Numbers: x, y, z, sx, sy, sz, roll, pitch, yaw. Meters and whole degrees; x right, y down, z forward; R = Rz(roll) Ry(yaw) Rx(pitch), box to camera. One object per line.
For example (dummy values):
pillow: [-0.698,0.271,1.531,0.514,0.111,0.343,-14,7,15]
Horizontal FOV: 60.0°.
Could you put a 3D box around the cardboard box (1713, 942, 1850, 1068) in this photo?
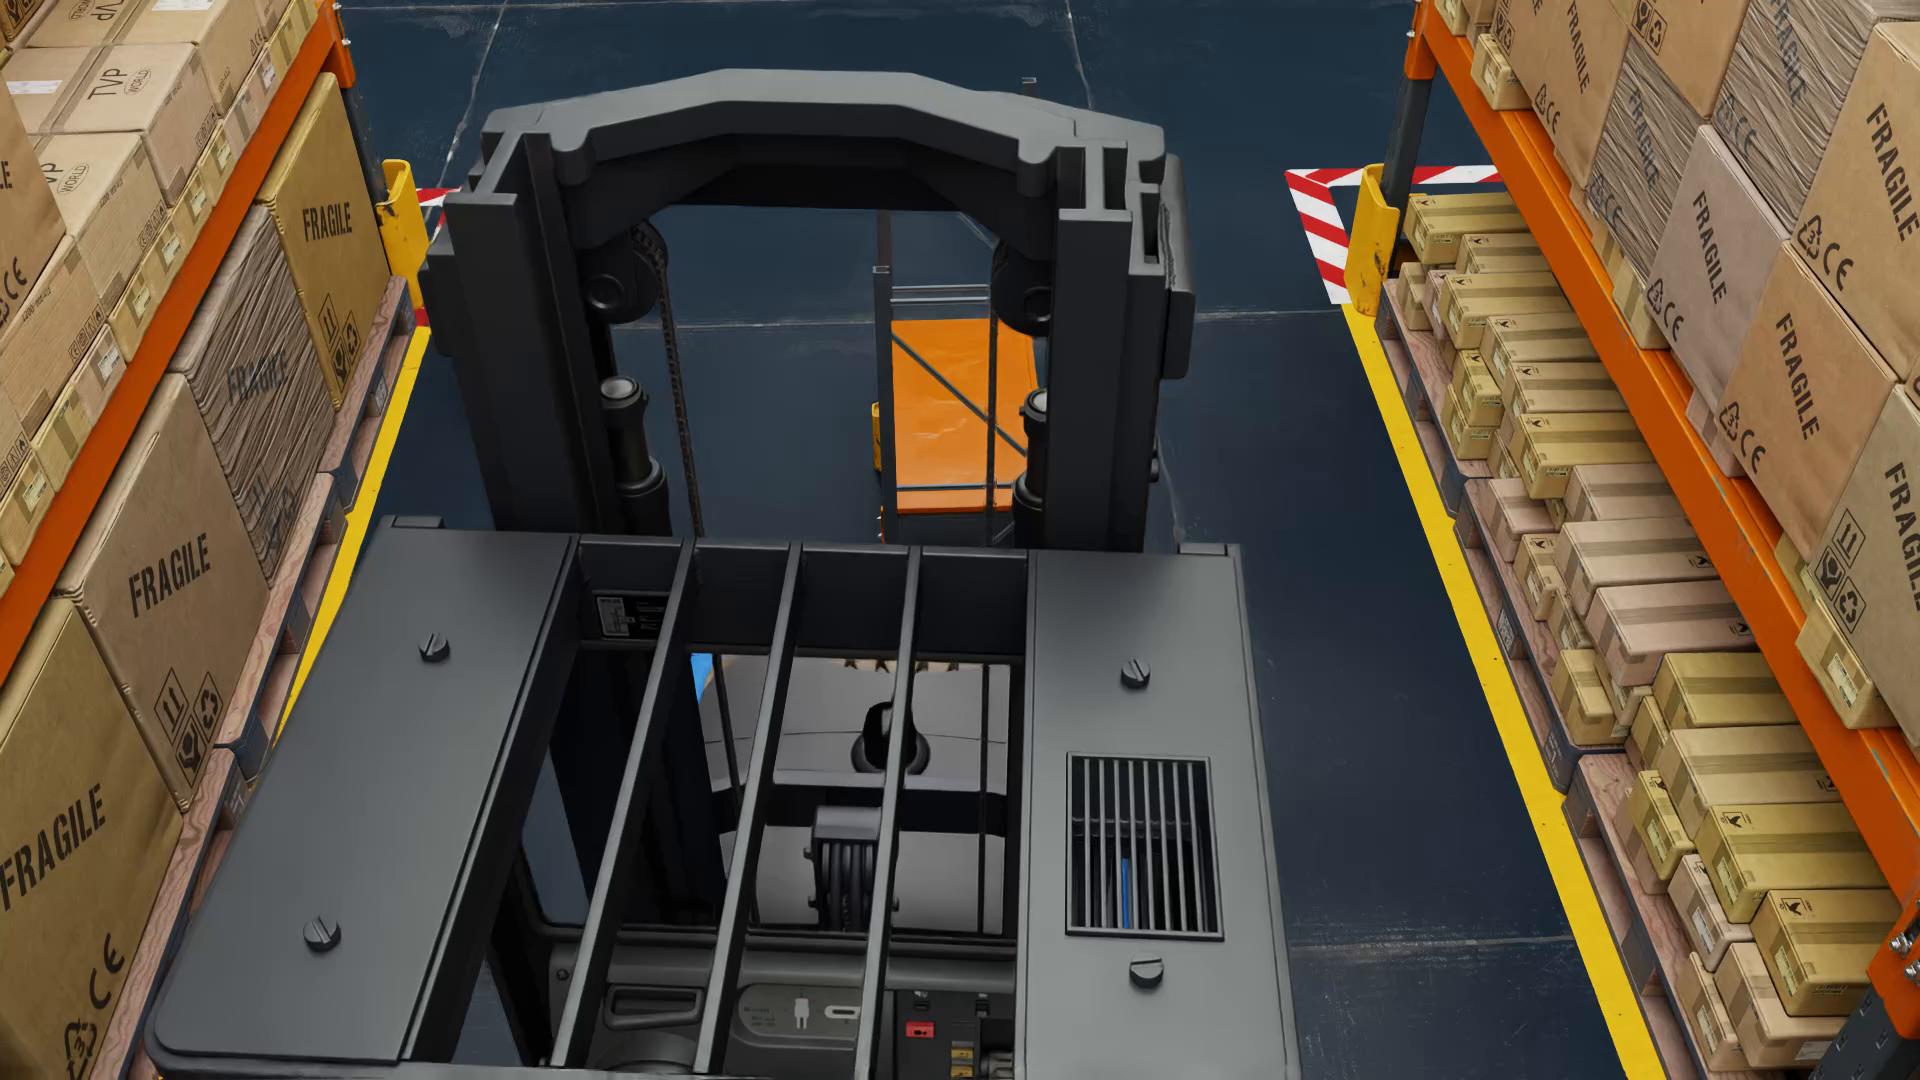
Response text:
cardboard box: [2.025,1.091,3.918,0.380,0.149,0.250,-1,43,-1]

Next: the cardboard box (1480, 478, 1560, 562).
cardboard box: [1.930,-0.075,5.411,0.380,0.149,0.250,-4,43,-4]

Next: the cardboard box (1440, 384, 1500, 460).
cardboard box: [1.901,-0.415,5.782,0.380,0.149,0.250,-1,43,-1]

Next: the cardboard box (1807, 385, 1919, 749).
cardboard box: [2.054,0.044,3.188,0.500,0.500,0.500,-2,43,-2]

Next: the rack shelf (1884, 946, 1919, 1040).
rack shelf: [2.441,2.124,1.745,1.077,0.370,4.000,-2,43,-2]

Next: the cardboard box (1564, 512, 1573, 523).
cardboard box: [2.069,0.022,5.085,0.380,0.149,0.250,0,43,0]

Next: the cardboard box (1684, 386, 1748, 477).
cardboard box: [2.011,-0.295,4.038,0.380,0.149,0.250,-3,43,-4]

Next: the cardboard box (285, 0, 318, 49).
cardboard box: [-2.429,-1.794,5.673,0.380,0.149,0.250,-1,43,-1]

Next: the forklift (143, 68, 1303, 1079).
forklift: [-0.206,0.949,2.545,1.130,2.935,3.031,2,43,2]

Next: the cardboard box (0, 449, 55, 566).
cardboard box: [-2.320,-0.067,3.789,0.380,0.149,0.250,-3,43,-3]

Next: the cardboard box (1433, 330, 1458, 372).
cardboard box: [1.982,-0.759,6.157,0.380,0.149,0.250,-2,43,-2]

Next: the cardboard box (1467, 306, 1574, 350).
cardboard box: [2.006,-0.695,5.867,0.380,0.149,0.250,-1,43,-1]

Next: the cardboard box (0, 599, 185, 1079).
cardboard box: [-2.552,0.763,3.959,0.875,0.875,0.875,-2,43,-2]

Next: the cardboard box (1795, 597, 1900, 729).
cardboard box: [1.991,0.244,3.450,0.380,0.149,0.250,-3,43,-3]

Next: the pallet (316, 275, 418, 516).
pallet: [-2.661,-0.552,6.196,1.003,0.211,1.213,-2,43,-2]

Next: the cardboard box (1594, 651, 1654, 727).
cardboard box: [2.029,0.385,4.689,0.380,0.149,0.250,-1,43,-1]

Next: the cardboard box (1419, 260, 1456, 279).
cardboard box: [1.952,-1.044,6.248,0.380,0.149,0.250,0,43,0]

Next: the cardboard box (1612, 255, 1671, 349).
cardboard box: [1.972,-0.638,4.412,0.380,0.149,0.250,-1,43,-1]

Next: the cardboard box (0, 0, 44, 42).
cardboard box: [-3.001,-1.779,4.807,0.500,0.500,0.500,-3,43,-3]

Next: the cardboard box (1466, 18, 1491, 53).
cardboard box: [1.925,-1.700,5.571,0.380,0.149,0.250,0,43,0]

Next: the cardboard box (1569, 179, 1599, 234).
cardboard box: [2.000,-0.995,4.802,0.380,0.149,0.250,-2,43,-3]

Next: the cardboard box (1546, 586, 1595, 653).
cardboard box: [2.011,0.273,5.031,0.380,0.149,0.250,-1,43,-1]

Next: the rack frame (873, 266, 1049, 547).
rack frame: [0.025,-0.152,4.806,0.500,1.500,0.032,-2,43,-2]

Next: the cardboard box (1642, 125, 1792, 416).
cardboard box: [2.013,-0.643,3.937,0.500,0.500,0.500,-2,43,-2]

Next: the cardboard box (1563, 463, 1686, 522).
cardboard box: [2.051,-0.097,4.994,0.380,0.149,0.250,-2,43,-2]

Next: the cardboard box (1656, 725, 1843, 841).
cardboard box: [2.013,0.613,4.220,0.380,0.149,0.250,-2,43,-2]

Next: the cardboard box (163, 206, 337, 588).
cardboard box: [-2.628,-0.445,5.277,0.875,0.875,0.875,-2,43,-2]

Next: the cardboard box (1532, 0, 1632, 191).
cardboard box: [1.986,-1.336,4.693,0.500,0.500,0.500,-1,43,-1]

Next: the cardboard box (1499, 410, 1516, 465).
cardboard box: [2.015,-0.342,5.483,0.380,0.149,0.250,-4,43,-4]

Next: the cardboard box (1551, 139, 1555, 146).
cardboard box: [2.031,-1.346,5.185,0.380,0.149,0.250,0,43,0]

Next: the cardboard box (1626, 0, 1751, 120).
cardboard box: [1.993,-1.360,3.980,0.500,0.500,0.500,-3,43,-3]

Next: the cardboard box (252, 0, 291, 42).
cardboard box: [-2.488,-1.853,5.442,0.500,0.250,0.500,-2,43,-2]

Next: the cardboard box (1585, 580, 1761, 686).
cardboard box: [1.976,0.256,4.610,0.380,0.149,0.250,-4,43,-4]

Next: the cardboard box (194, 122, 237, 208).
cardboard box: [-2.384,-1.105,4.921,0.380,0.149,0.250,-3,43,-3]

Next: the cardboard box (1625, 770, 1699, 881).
cardboard box: [1.972,0.729,4.314,0.380,0.149,0.250,-3,43,-3]

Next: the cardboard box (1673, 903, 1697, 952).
cardboard box: [2.072,0.972,4.269,0.380,0.149,0.250,-1,43,-1]

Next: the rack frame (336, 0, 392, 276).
rack frame: [-2.773,-2.118,5.841,1.000,3.000,0.127,-2,43,-2]

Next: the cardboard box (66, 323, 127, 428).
cardboard box: [-2.339,-0.409,4.162,0.380,0.149,0.250,-1,43,-1]

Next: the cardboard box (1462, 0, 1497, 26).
cardboard box: [1.930,-2.027,5.448,0.500,0.500,0.500,0,43,0]

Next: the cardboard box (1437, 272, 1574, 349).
cardboard box: [1.884,-0.795,5.756,0.380,0.149,0.250,-2,43,-2]

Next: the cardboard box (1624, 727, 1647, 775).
cardboard box: [2.106,0.614,4.659,0.380,0.149,0.250,-3,43,-3]

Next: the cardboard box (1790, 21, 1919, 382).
cardboard box: [2.039,-0.665,3.221,0.500,0.500,0.500,-3,43,-3]

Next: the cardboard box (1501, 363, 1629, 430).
cardboard box: [1.979,-0.443,5.372,0.380,0.149,0.250,0,43,0]

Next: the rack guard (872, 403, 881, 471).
rack guard: [-0.018,-0.377,5.976,0.587,0.250,0.087,-2,43,-2]

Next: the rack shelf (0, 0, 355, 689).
rack shelf: [-2.688,-0.502,4.611,1.077,0.370,4.000,-2,43,-2]

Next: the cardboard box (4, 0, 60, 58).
cardboard box: [-2.994,-1.490,5.046,0.500,0.250,0.500,-2,43,-2]

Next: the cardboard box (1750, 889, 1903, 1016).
cardboard box: [2.081,0.953,3.850,0.380,0.149,0.250,-1,43,-1]

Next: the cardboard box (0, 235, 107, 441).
cardboard box: [-2.405,-0.482,3.947,0.500,0.250,0.500,-1,43,-1]

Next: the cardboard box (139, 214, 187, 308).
cardboard box: [-2.365,-0.762,4.548,0.380,0.149,0.250,-1,43,-1]

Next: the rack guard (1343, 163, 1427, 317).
rack guard: [2.190,-1.219,6.710,1.175,0.500,0.348,-2,43,-2]

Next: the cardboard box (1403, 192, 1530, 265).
cardboard box: [1.869,-1.152,6.145,0.380,0.149,0.250,-3,43,-4]

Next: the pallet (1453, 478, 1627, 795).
pallet: [2.238,0.258,5.312,1.003,0.211,1.213,-2,43,-2]

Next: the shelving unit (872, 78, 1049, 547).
shelving unit: [0.003,-0.501,5.187,0.587,1.500,1.083,-2,43,-2]

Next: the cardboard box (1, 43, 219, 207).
cardboard box: [-2.445,-1.167,4.694,0.500,0.250,0.500,-3,43,-3]

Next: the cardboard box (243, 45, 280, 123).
cardboard box: [-2.407,-1.448,5.296,0.380,0.149,0.250,-2,43,-2]

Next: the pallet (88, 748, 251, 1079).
pallet: [-2.558,1.095,4.399,1.003,0.211,1.213,-2,43,-2]

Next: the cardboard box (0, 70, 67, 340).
cardboard box: [-2.408,-0.763,3.698,0.500,0.500,0.500,-3,43,-3]
